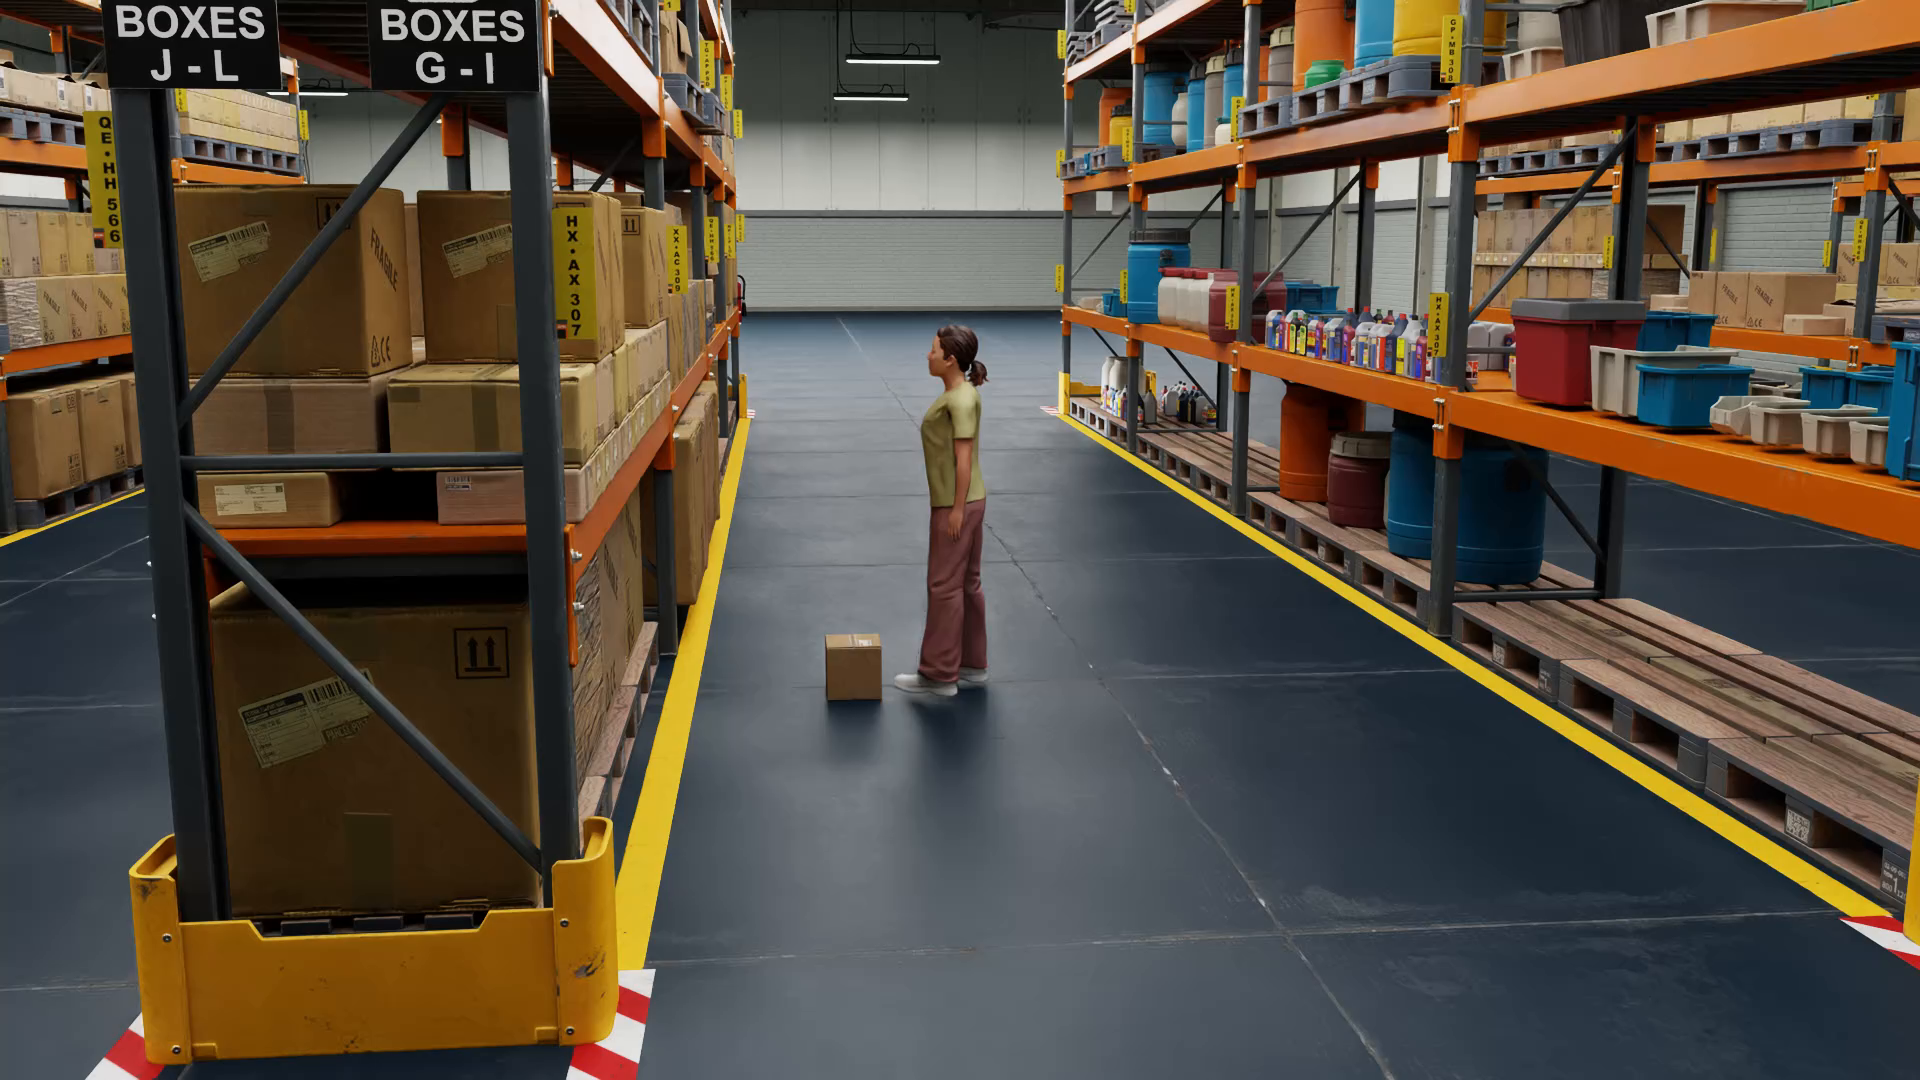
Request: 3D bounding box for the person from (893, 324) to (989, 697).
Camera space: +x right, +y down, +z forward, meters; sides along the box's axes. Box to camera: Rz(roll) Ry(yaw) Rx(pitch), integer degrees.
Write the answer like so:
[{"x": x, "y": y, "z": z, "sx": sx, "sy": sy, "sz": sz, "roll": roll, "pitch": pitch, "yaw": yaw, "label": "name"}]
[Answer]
[{"x": -0.084, "y": -0.143, "z": 7.600, "sx": 0.442, "sy": 1.674, "sz": 0.491, "roll": 0, "pitch": 10, "yaw": 2, "label": "person"}]
